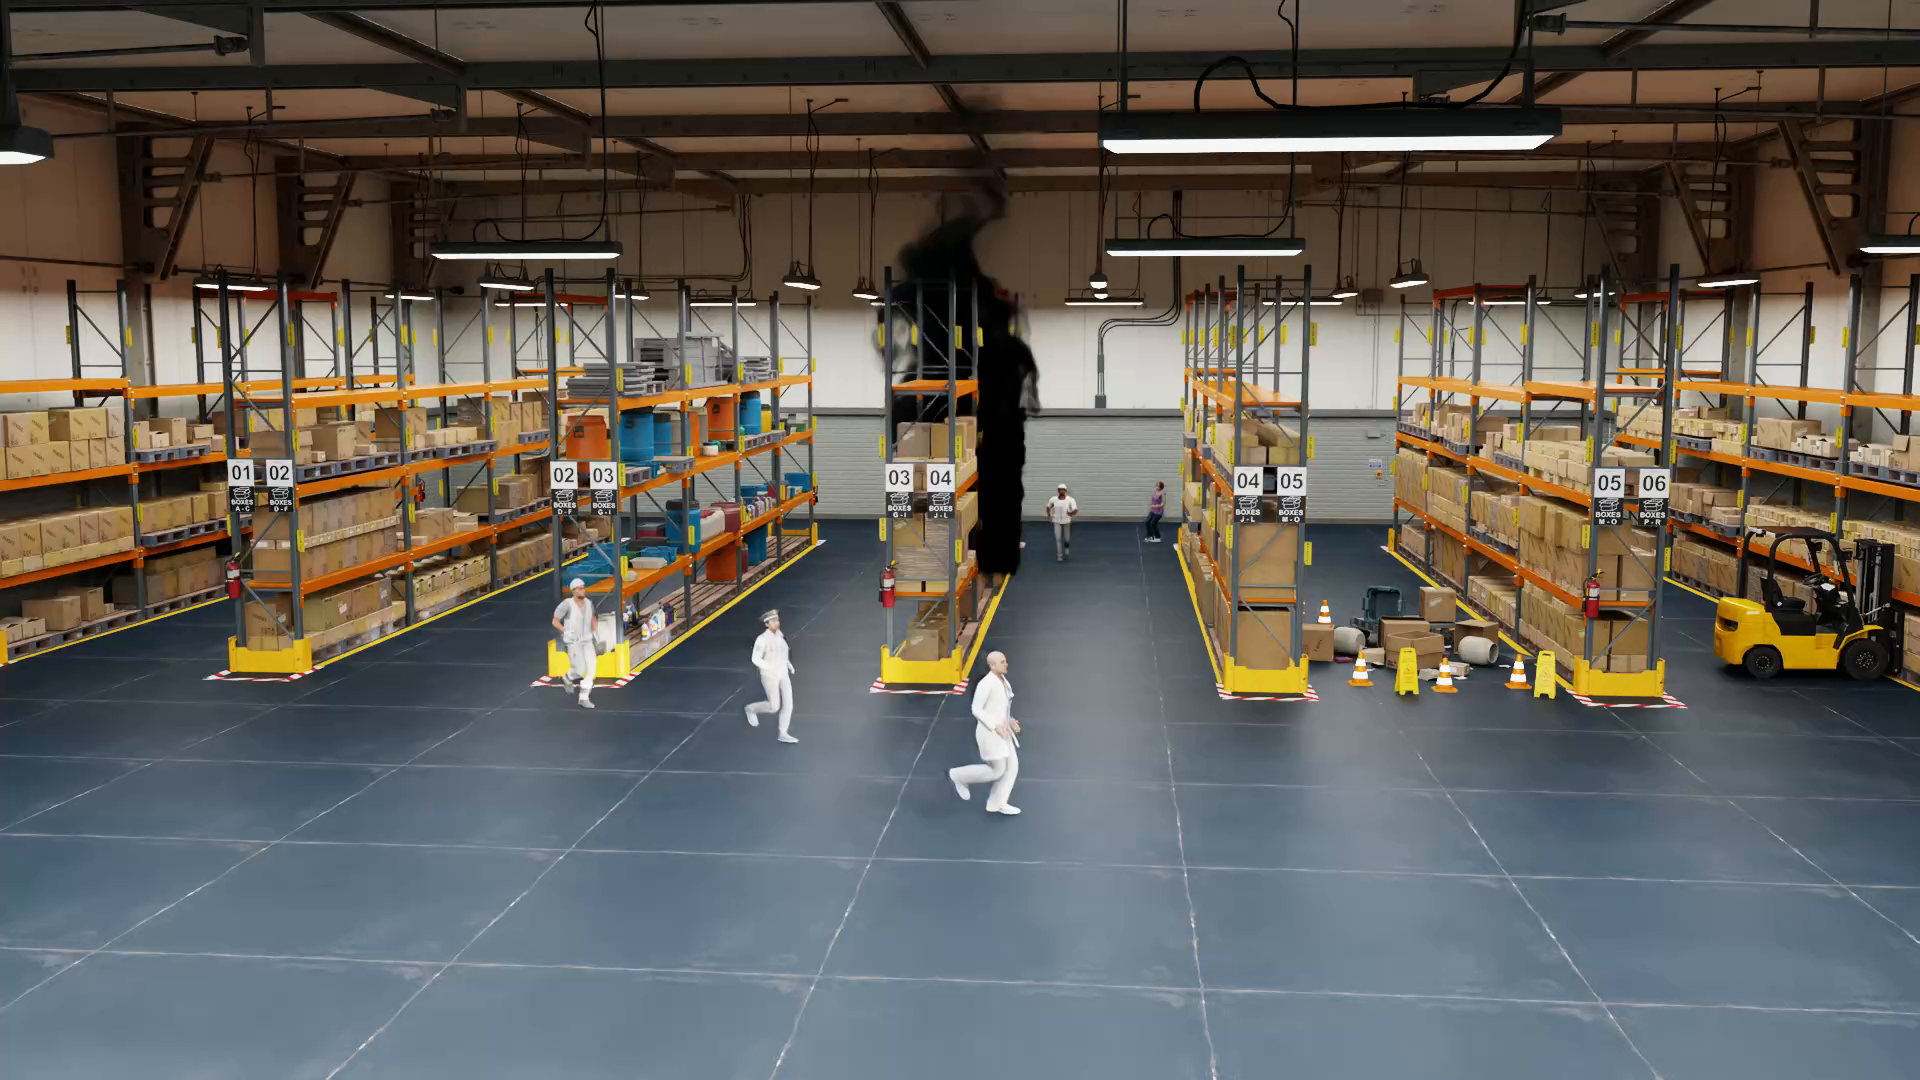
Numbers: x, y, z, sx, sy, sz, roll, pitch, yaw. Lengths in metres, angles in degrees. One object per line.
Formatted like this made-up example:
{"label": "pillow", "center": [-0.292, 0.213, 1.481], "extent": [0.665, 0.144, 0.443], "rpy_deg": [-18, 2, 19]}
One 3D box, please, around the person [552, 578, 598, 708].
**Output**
{"label": "person", "center": [-5.224, 1.395, 22.702], "extent": [0.697, 1.760, 0.665], "rpy_deg": [-7, 10, -44]}

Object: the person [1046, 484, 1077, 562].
{"label": "person", "center": [2.281, -0.397, 37.395], "extent": [0.714, 1.739, 0.846], "rpy_deg": [1, 7, 6]}

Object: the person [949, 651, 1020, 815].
{"label": "person", "center": [0.285, 2.023, 17.571], "extent": [0.754, 1.733, 0.697], "rpy_deg": [3, 8, 24]}

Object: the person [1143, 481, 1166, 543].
{"label": "person", "center": [4.793, -0.668, 40.538], "extent": [0.516, 1.555, 0.698], "rpy_deg": [-4, 8, -30]}

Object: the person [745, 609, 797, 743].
{"label": "person", "center": [-2.320, 1.680, 20.736], "extent": [0.773, 1.652, 0.633], "rpy_deg": [5, 9, 36]}
